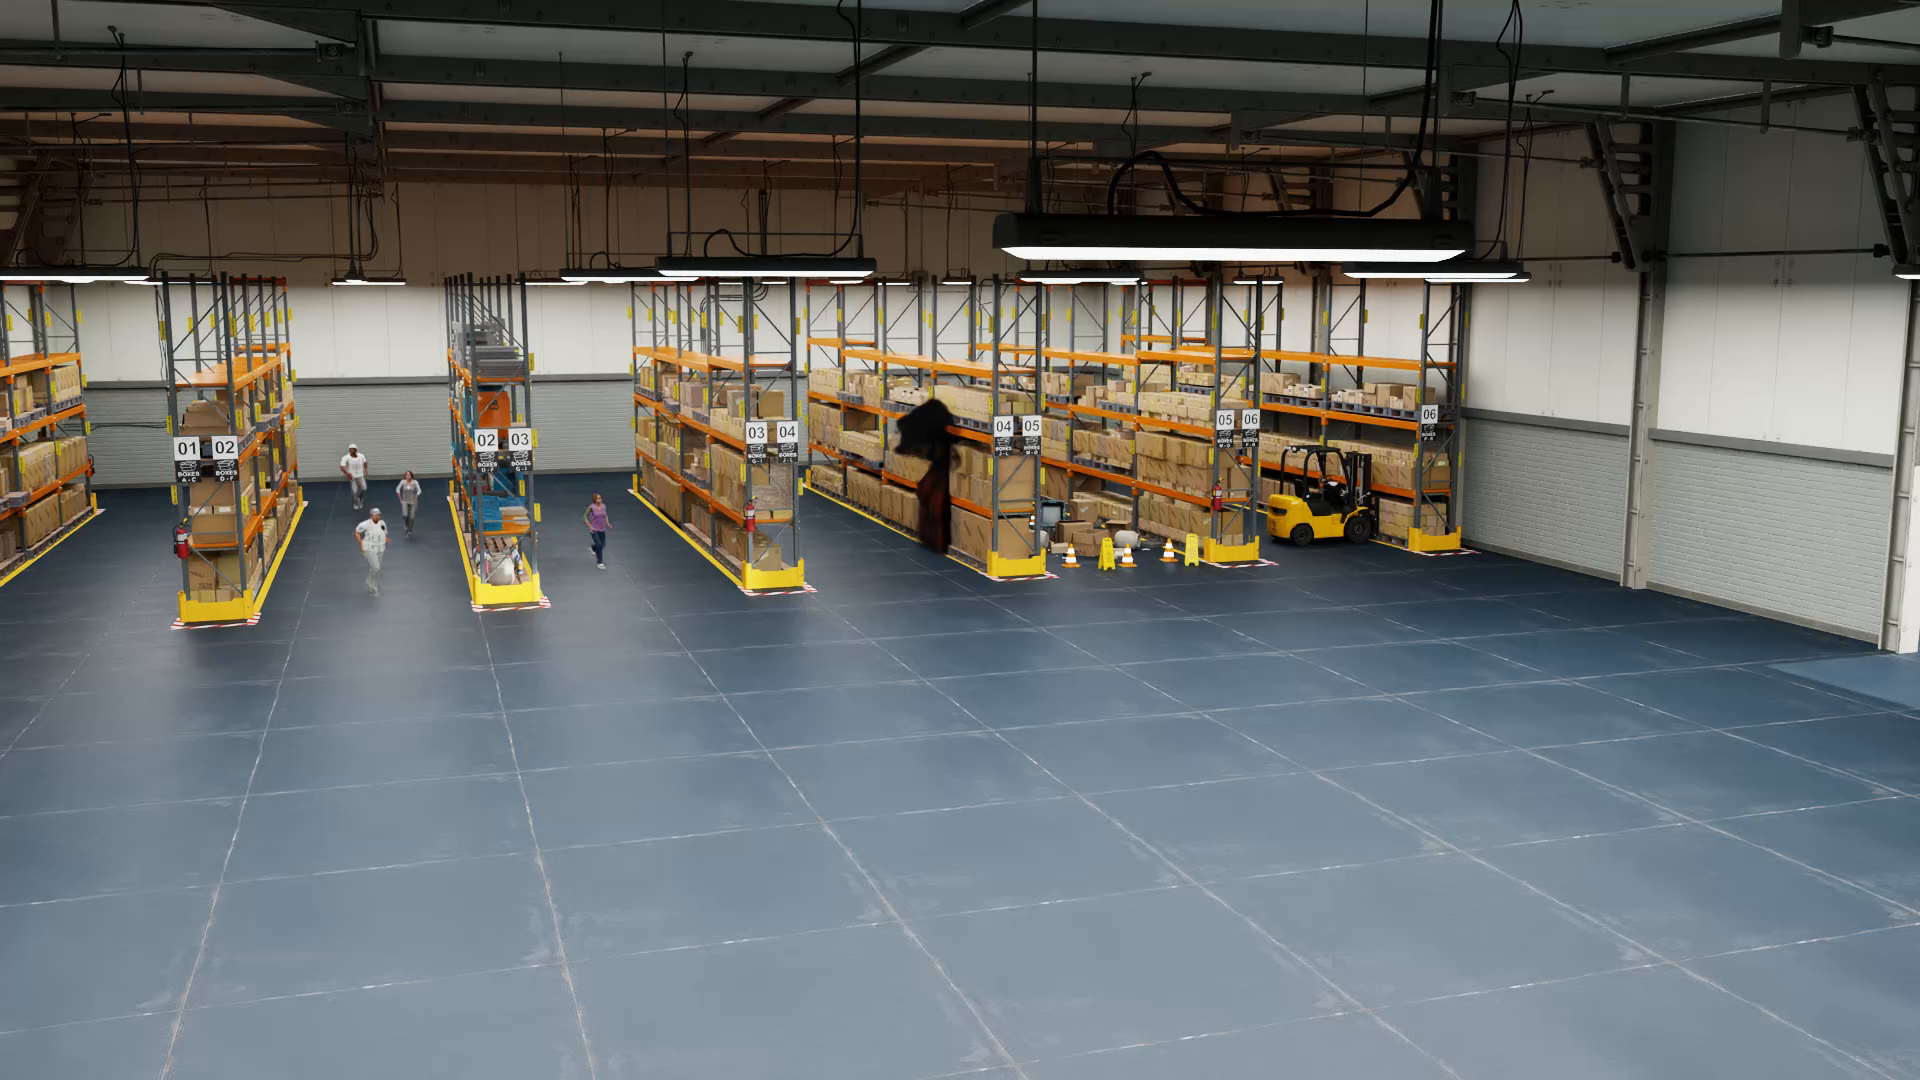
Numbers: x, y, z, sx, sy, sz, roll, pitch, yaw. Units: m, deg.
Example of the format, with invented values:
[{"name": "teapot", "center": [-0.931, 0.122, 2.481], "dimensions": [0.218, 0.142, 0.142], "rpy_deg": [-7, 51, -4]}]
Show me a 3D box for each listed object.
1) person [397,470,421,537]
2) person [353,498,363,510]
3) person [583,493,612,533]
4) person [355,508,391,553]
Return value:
[{"name": "person", "center": [-12.721, -0.833, 38.421], "dimensions": [0.538, 1.556, 0.574], "rpy_deg": [-3, 9, -17]}, {"name": "person", "center": [-15.703, -0.972, 43.325], "dimensions": [0.235, 0.348, 0.335], "rpy_deg": [-6, 11, -37]}, {"name": "person", "center": [-7.455, -0.555, 34.219], "dimensions": [0.525, 0.788, 0.421], "rpy_deg": [-7, 11, -41]}, {"name": "person", "center": [-10.907, -0.184, 31.075], "dimensions": [0.629, 0.824, 0.537], "rpy_deg": [6, 11, 35]}]
